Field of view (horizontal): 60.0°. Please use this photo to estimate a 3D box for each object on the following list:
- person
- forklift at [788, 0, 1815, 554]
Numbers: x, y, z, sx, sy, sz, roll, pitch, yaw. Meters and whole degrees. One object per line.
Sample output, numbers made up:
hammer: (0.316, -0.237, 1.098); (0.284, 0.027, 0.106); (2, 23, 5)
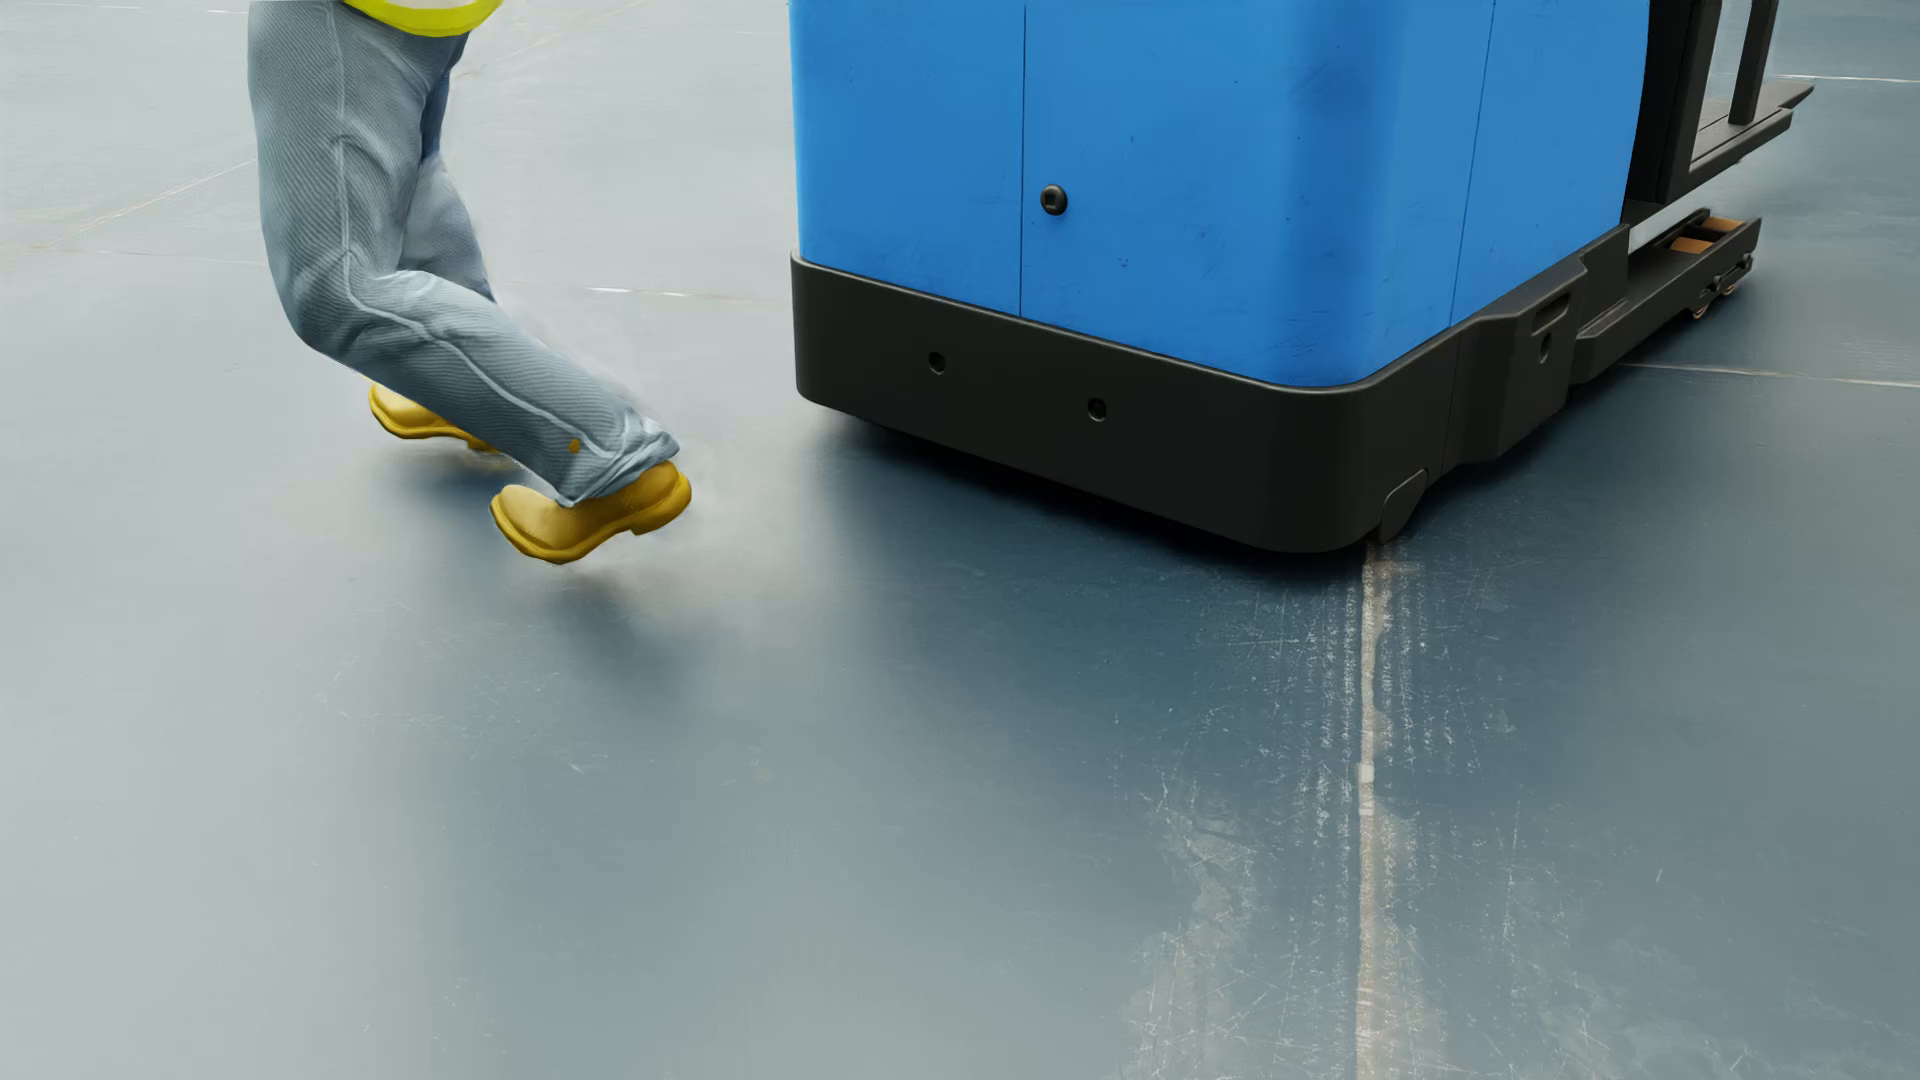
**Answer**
person: (-0.749, -0.822, 2.387); (0.800, 1.500, 0.972); (1, 27, 3)
forklift: (1.038, -1.883, 2.979); (1.130, 2.935, 3.031); (20, 33, 34)
